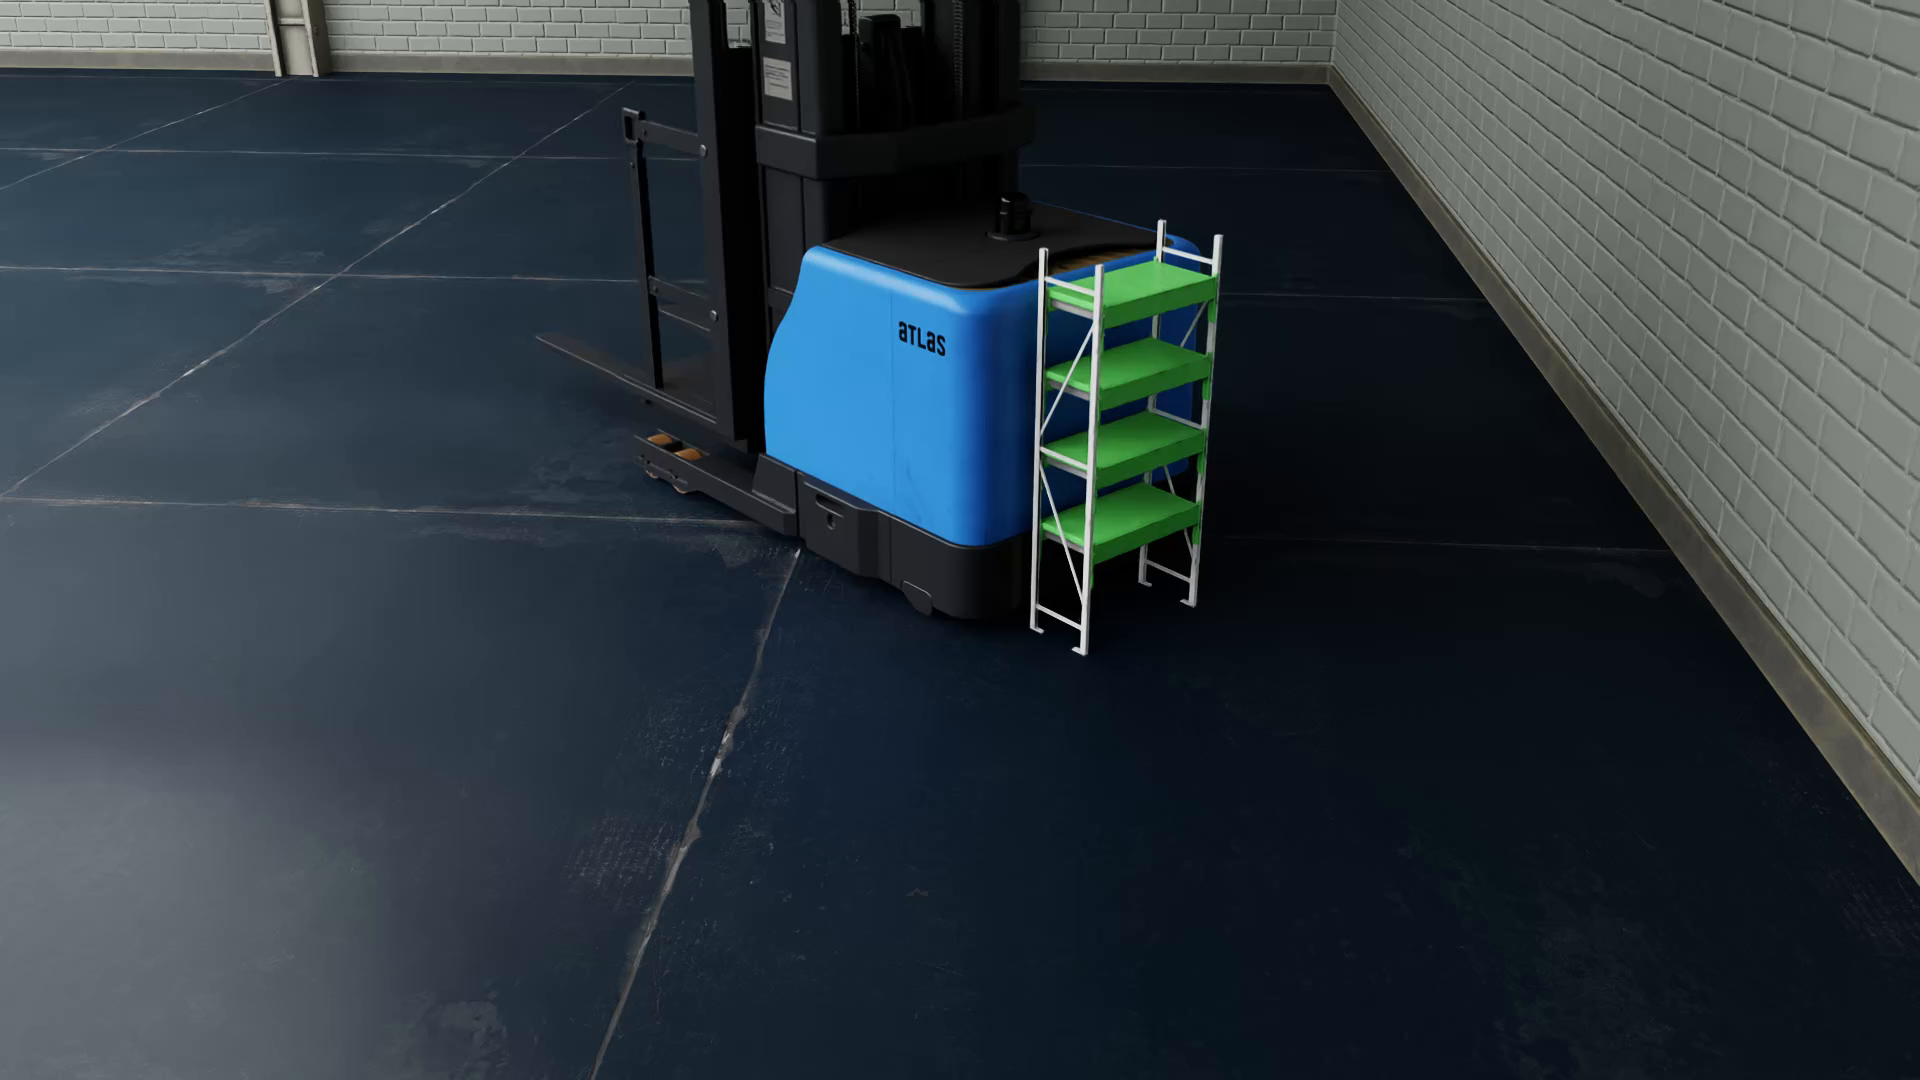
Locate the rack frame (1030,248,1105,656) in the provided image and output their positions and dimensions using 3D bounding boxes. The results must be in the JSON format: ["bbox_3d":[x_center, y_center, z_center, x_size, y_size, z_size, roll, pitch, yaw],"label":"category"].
[{"bbox_3d":[0.304,-0.235,4.822,0.015,1.200,0.240,-20,32,-37],"label":"rack frame"}]

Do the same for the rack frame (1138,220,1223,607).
[{"bbox_3d":[0.670,-0.370,5.115,0.015,1.200,0.240,-20,32,-37],"label":"rack frame"}]

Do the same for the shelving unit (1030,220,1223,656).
[{"bbox_3d":[0.487,-0.302,4.969,0.503,1.200,0.258,-20,32,-37],"label":"shelving unit"}]

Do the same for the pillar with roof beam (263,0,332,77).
[{"bbox_3d":[-6.133,-6.426,8.950,0.400,9.000,9.100,2,25,4],"label":"pillar with roof beam"}]

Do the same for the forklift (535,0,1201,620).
[{"bbox_3d":[-0.574,-1.625,5.774,1.130,2.935,3.031,-20,32,-37],"label":"forklift"}]

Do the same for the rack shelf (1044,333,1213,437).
[{"bbox_3d":[0.488,-0.462,4.894,0.480,0.148,0.258,-20,32,-37],"label":"rack shelf"}]

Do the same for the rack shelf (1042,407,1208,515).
[{"bbox_3d":[0.487,-0.244,4.996,0.480,0.148,0.258,-20,32,-37],"label":"rack shelf"}]

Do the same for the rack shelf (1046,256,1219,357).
[{"bbox_3d":[0.489,-0.679,4.793,0.480,0.148,0.258,-20,32,-37],"label":"rack shelf"}]

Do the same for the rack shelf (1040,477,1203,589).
[{"bbox_3d":[0.486,-0.027,5.097,0.480,0.148,0.258,-20,32,-37],"label":"rack shelf"}]
